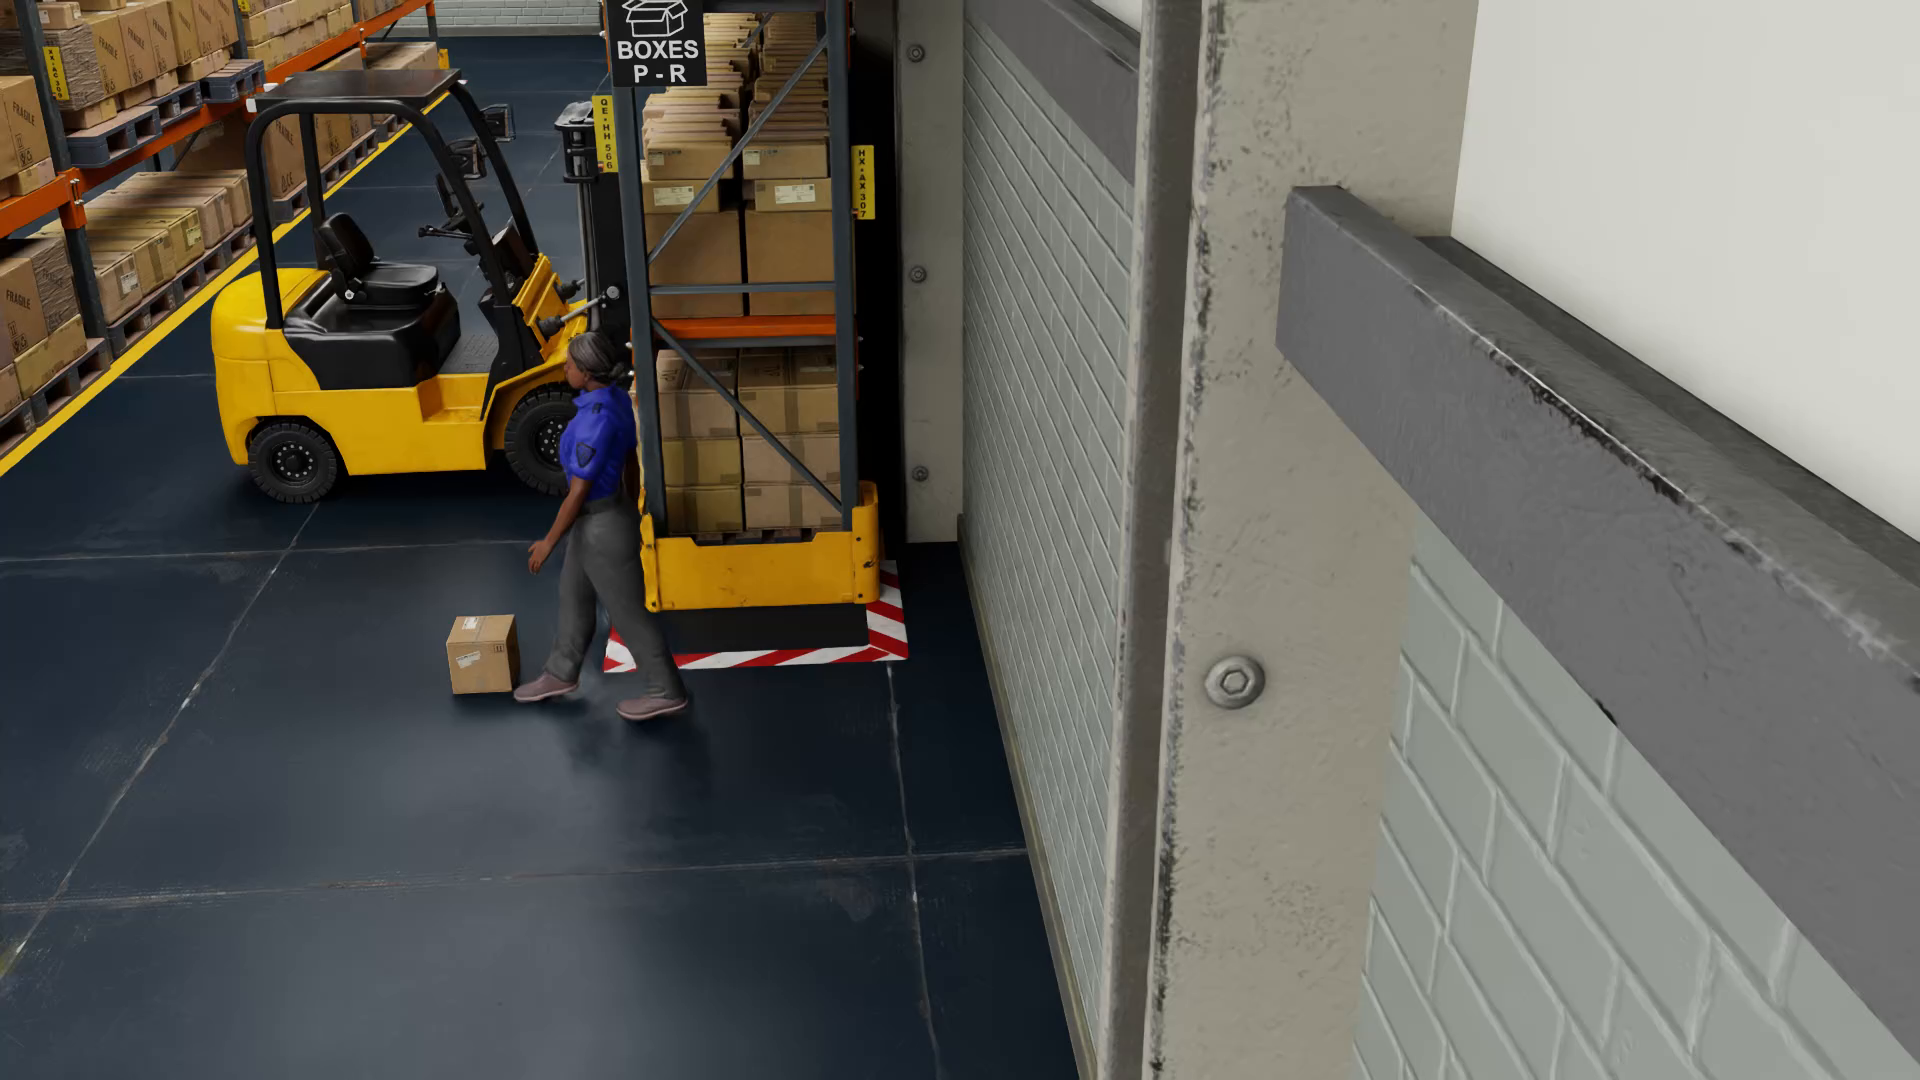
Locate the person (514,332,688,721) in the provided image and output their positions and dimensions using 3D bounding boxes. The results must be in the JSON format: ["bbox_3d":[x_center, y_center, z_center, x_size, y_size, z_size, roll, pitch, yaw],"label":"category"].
[{"bbox_3d":[-1.515,-0.028,6.651,0.752,1.661,0.461,-2,24,-5],"label":"person"}]
